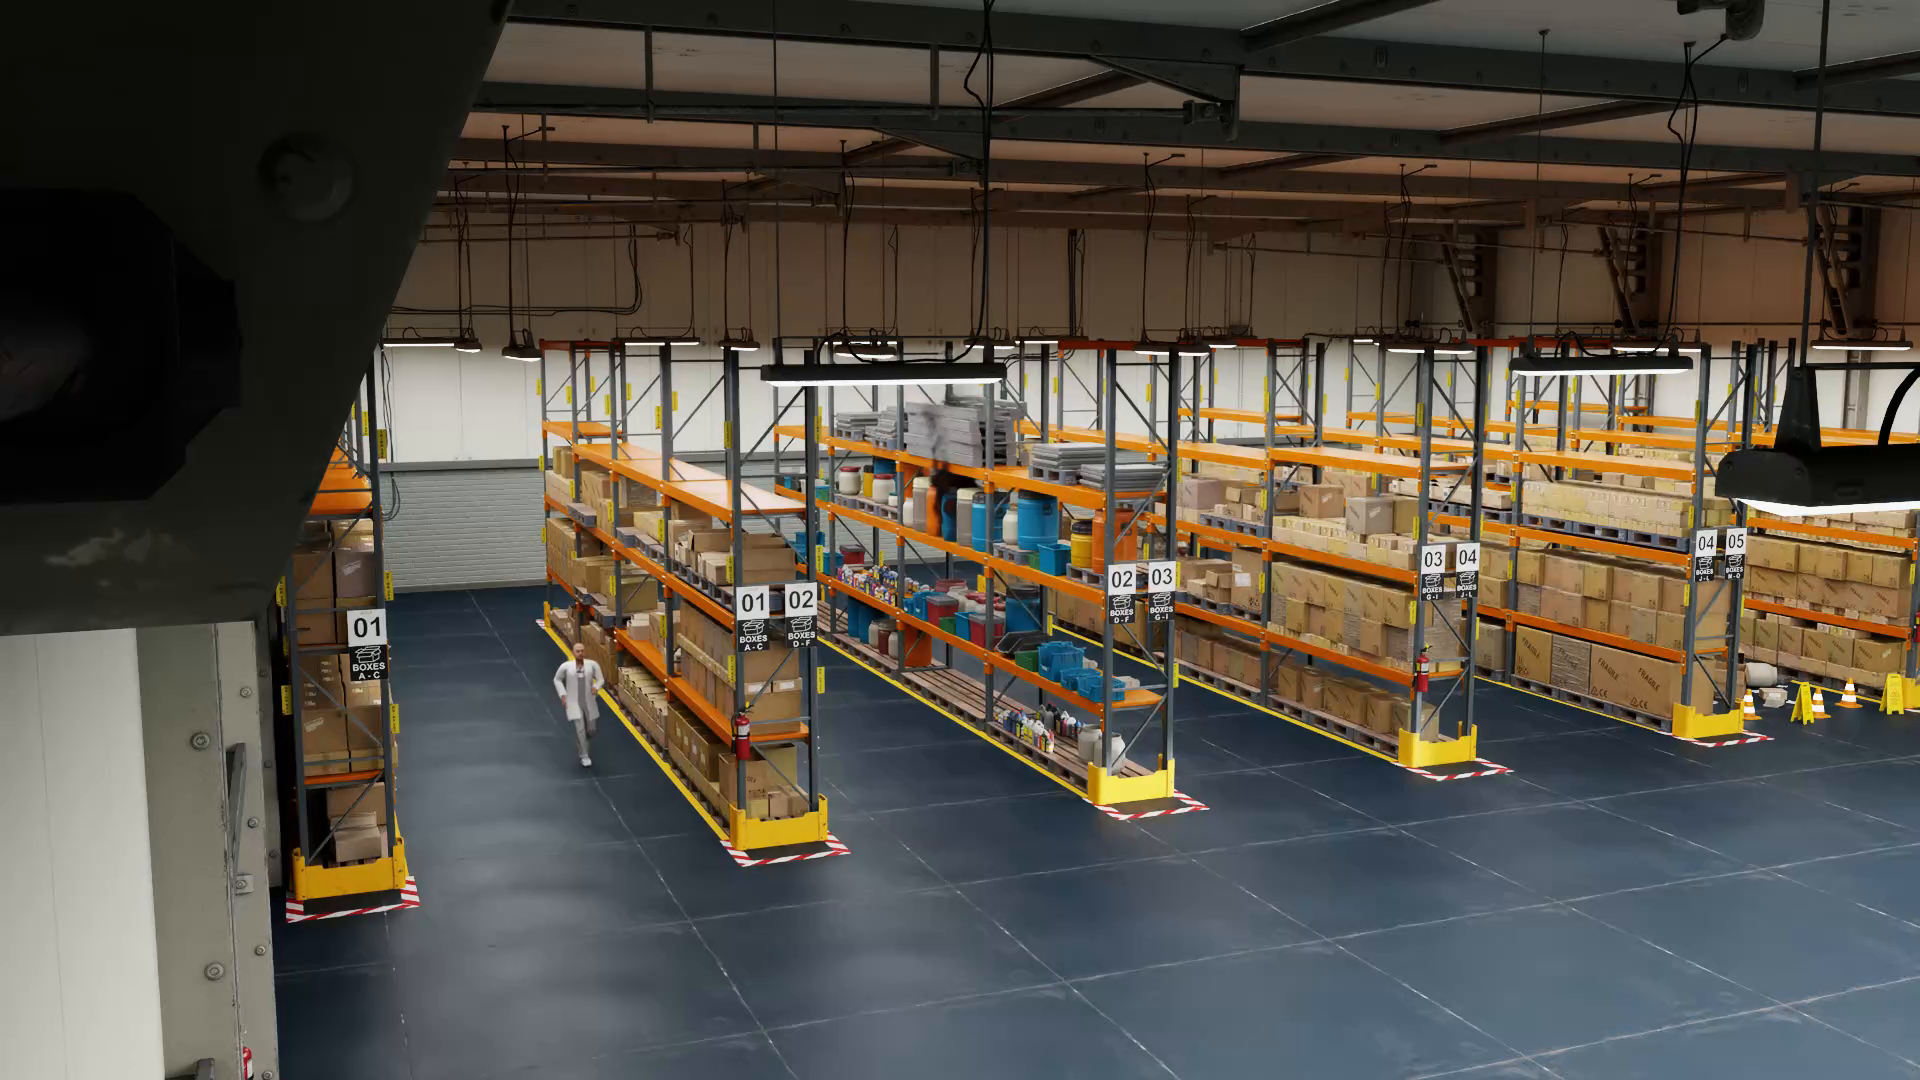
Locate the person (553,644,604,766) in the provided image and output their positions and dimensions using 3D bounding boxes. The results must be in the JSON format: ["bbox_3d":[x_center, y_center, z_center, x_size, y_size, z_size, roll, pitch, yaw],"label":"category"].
[{"bbox_3d":[-5.486,2.349,24.011,0.709,1.740,0.798,-3,8,-22],"label":"person"}]

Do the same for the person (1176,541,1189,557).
[{"bbox_3d":[4.645,0.910,34.780,0.695,1.770,0.962,-4,9,-31],"label":"person"}]

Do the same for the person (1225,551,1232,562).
[{"bbox_3d":[6.745,0.167,41.247,0.679,1.645,0.673,7,10,42],"label":"person"}]
